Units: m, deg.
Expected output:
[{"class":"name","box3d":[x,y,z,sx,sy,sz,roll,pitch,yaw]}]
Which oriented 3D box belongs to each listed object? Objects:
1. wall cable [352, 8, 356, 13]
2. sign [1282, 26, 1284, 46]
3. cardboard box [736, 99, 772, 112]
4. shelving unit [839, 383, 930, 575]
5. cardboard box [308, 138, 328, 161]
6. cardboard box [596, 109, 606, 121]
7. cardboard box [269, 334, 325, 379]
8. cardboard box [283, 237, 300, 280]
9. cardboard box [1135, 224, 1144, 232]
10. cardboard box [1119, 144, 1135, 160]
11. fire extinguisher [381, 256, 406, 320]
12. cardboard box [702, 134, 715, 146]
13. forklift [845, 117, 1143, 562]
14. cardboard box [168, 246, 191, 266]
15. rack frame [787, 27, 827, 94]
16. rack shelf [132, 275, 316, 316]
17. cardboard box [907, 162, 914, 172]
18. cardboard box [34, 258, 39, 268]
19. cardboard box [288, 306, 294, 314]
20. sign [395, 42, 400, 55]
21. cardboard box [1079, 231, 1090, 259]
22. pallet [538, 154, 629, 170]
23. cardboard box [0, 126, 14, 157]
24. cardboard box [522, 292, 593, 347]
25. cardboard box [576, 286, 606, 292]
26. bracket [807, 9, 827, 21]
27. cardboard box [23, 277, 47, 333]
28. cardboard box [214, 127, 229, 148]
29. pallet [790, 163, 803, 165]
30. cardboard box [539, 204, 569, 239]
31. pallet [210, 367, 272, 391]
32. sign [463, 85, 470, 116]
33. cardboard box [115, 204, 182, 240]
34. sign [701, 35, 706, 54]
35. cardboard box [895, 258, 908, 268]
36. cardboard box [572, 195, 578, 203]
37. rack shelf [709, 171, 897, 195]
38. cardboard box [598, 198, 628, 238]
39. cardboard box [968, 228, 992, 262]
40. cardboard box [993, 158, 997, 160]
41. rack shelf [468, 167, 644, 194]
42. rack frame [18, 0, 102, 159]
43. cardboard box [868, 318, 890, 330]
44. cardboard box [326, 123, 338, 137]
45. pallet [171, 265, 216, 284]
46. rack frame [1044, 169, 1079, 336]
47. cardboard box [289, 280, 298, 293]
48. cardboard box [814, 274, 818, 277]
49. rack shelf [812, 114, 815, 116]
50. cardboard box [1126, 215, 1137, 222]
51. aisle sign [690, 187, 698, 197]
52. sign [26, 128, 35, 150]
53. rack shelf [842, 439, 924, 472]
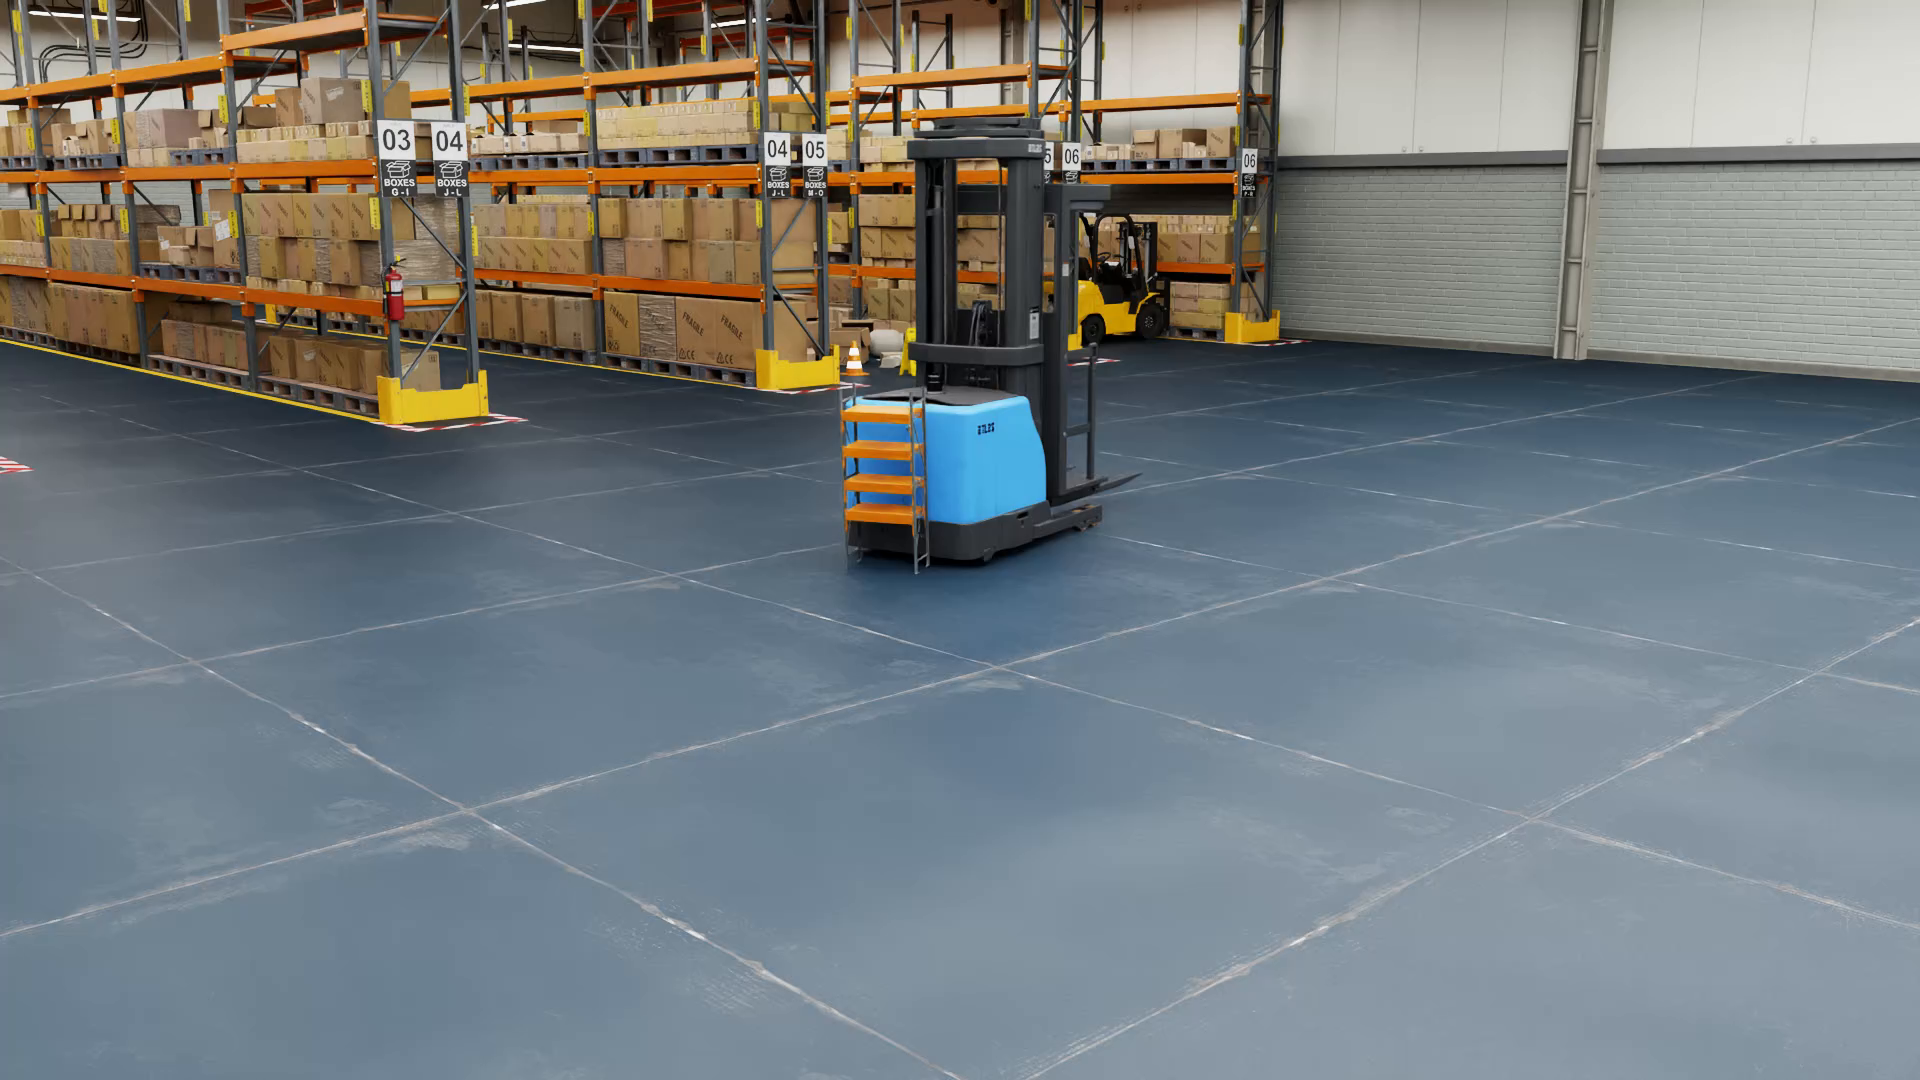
[{"class":"wall cable","box3d":[-14.907,-12.976,37.726,2.355,3.000,0.029,-11,16,-43]},{"class":"sign","box3d":[5.385,-8.431,27.828,0.100,0.325,0.005,-11,16,-43]},{"class":"cardboard box","box3d":[-2.597,-5.478,20.991,0.380,0.149,0.250,-11,16,-42]},{"class":"shelving unit","box3d":[-0.490,-0.401,10.847,0.503,1.200,0.258,4,16,20]},{"class":"cardboard box","box3d":[-6.987,-4.388,18.712,0.500,0.250,0.500,-10,16,-41]},{"class":"cardboard box","box3d":[-4.876,-5.959,23.328,0.380,0.149,0.250,-11,16,-42]},{"class":"cardboard box","box3d":[-8.291,-2.310,20.842,0.500,0.500,0.500,11,16,43]},{"class":"cardboard box","box3d":[-7.534,-3.376,19.878,0.875,0.500,0.500,-11,16,-43]},{"class":"cardboard box","box3d":[3.300,-5.520,29.418,0.380,0.149,0.250,-11,16,-44]},{"class":"cardboard box","box3d":[3.022,-6.864,29.407,0.258,0.266,0.396,11,16,44]},{"class":"fire extinguisher","box3d":[-6.030,-2.690,17.724,0.296,0.674,0.183,-11,16,-43]},{"class":"cardboard box","box3d":[-3.119,-5.198,21.609,0.380,0.149,0.250,-11,16,-42]},{"class":"forklift","box3d":[0.407,-1.541,12.128,1.130,2.935,3.031,7,14,31]},{"class":"cardboard box","box3d":[-10.309,-3.832,22.406,0.500,0.250,0.500,11,16,44]},{"class":"rack frame","box3d":[-3.308,-9.571,36.067,1.000,3.000,0.127,-11,16,-43]},{"class":"rack shelf","box3d":[-9.919,-3.332,22.432,1.077,0.370,4.000,-11,16,-43]},{"class":"cardboard box","box3d":[-0.621,-5.890,26.257,0.250,0.149,0.380,11,16,43]},{"class":"cardboard box","box3d":[-14.689,-4.473,26.812,0.380,0.149,0.250,-10,16,-41]},{"class":"cardboard box","box3d":[-12.798,-4.481,32.254,0.380,0.149,0.250,-11,16,-43]},{"class":"sign","box3d":[-10.008,-8.788,29.557,0.100,0.325,0.005,-11,16,-43]},{"class":"cardboard box","box3d":[2.334,-5.413,30.505,0.500,0.500,0.500,11,16,44]},{"class":"pallet","box3d":[-5.550,-5.571,24.559,1.217,0.209,0.805,11,16,43]},{"class":"cardboard box","box3d":[-15.734,-6.680,27.932,0.500,0.500,0.700,10,16,41]},{"class":"cardboard box","box3d":[-6.038,-3.392,25.476,1.050,0.750,0.750,-11,16,-43]},{"class":"cardboard box","box3d":[-7.251,-4.998,34.046,0.875,0.438,0.875,-11,16,-43]},{"class":"bracket","box3d":[-3.107,-11.451,36.273,0.235,0.232,0.430,-11,16,-43]},{"class":"cardboard box","box3d":[-15.082,-3.964,27.941,0.875,0.875,0.875,-11,16,-43]},{"class":"cardboard box","box3d":[-9.260,-5.124,21.210,0.396,0.266,0.258,-10,15,-41]},{"class":"pallet","box3d":[-2.438,-6.406,28.604,1.213,0.211,1.003,-11,16,-43]},{"class":"cardboard box","box3d":[-5.933,-4.828,25.184,0.700,0.500,0.500,-11,16,-42]},{"class":"pallet","box3d":[-9.077,-2.140,21.775,1.003,0.211,1.213,-11,16,-43]},{"class":"sign","box3d":[-5.383,-4.781,18.086,0.100,0.325,0.005,-11,16,-43]},{"class":"cardboard box","box3d":[-11.794,-4.625,24.194,0.797,0.503,0.637,-10,15,-41]},{"class":"sign","box3d":[-4.532,-8.752,29.386,0.100,0.325,0.005,-11,16,-43]},{"class":"cardboard box","box3d":[-0.822,-4.454,26.721,0.380,0.149,0.250,-10,15,-41]},{"class":"cardboard box","box3d":[-7.607,-6.889,33.583,0.380,0.149,0.250,-11,16,-42]},{"class":"rack shelf","box3d":[-2.752,-6.182,28.832,1.077,0.370,4.000,-11,16,-43]},{"class":"cardboard box","box3d":[-4.651,-4.612,23.817,0.875,0.550,0.550,-11,16,-43]},{"class":"cardboard box","box3d":[0.475,-4.499,25.328,0.500,0.500,0.500,-11,16,-42]},{"class":"cardboard box","box3d":[0.843,-5.768,24.675,0.500,0.250,0.500,-11,16,-43]},{"class":"rack shelf","box3d":[-6.262,-5.477,25.413,1.077,0.370,4.000,-11,16,-43]},{"class":"rack frame","box3d":[-14.063,-7.498,26.005,1.000,3.000,0.127,-11,16,-43]},{"class":"cardboard box","box3d":[-1.158,-3.508,27.280,0.500,0.250,0.500,11,16,43]},{"class":"cardboard box","box3d":[-6.747,-4.509,18.312,0.380,0.149,0.250,-11,16,-42]},{"class":"pallet","box3d":[-9.904,-3.599,22.421,1.003,0.211,1.213,-11,16,-43]},{"class":"rack frame","box3d":[1.392,-4.189,24.812,1.000,3.000,0.127,-11,16,-43]},{"class":"cardboard box","box3d":[-7.726,-3.017,19.744,0.380,0.149,0.250,-11,16,-43]},{"class":"cardboard box","box3d":[-3.005,-5.813,36.239,0.250,0.149,0.380,11,16,44]},{"class":"rack shelf","box3d":[-4.689,-9.509,37.557,1.077,0.370,4.000,-11,16,-43]},{"class":"cardboard box","box3d":[3.169,-5.713,29.615,0.380,0.149,0.250,-11,16,-43]},{"class":"aisle sign","box3d":[-6.330,-8.459,39.094,0.394,0.787,0.004,-11,16,-43]},{"class":"sign","box3d":[-14.463,-6.243,25.871,0.100,0.325,0.005,-11,16,-43]},{"class":"rack shelf","box3d":[-0.493,-0.552,10.807,0.480,0.148,0.258,4,16,20]}]
